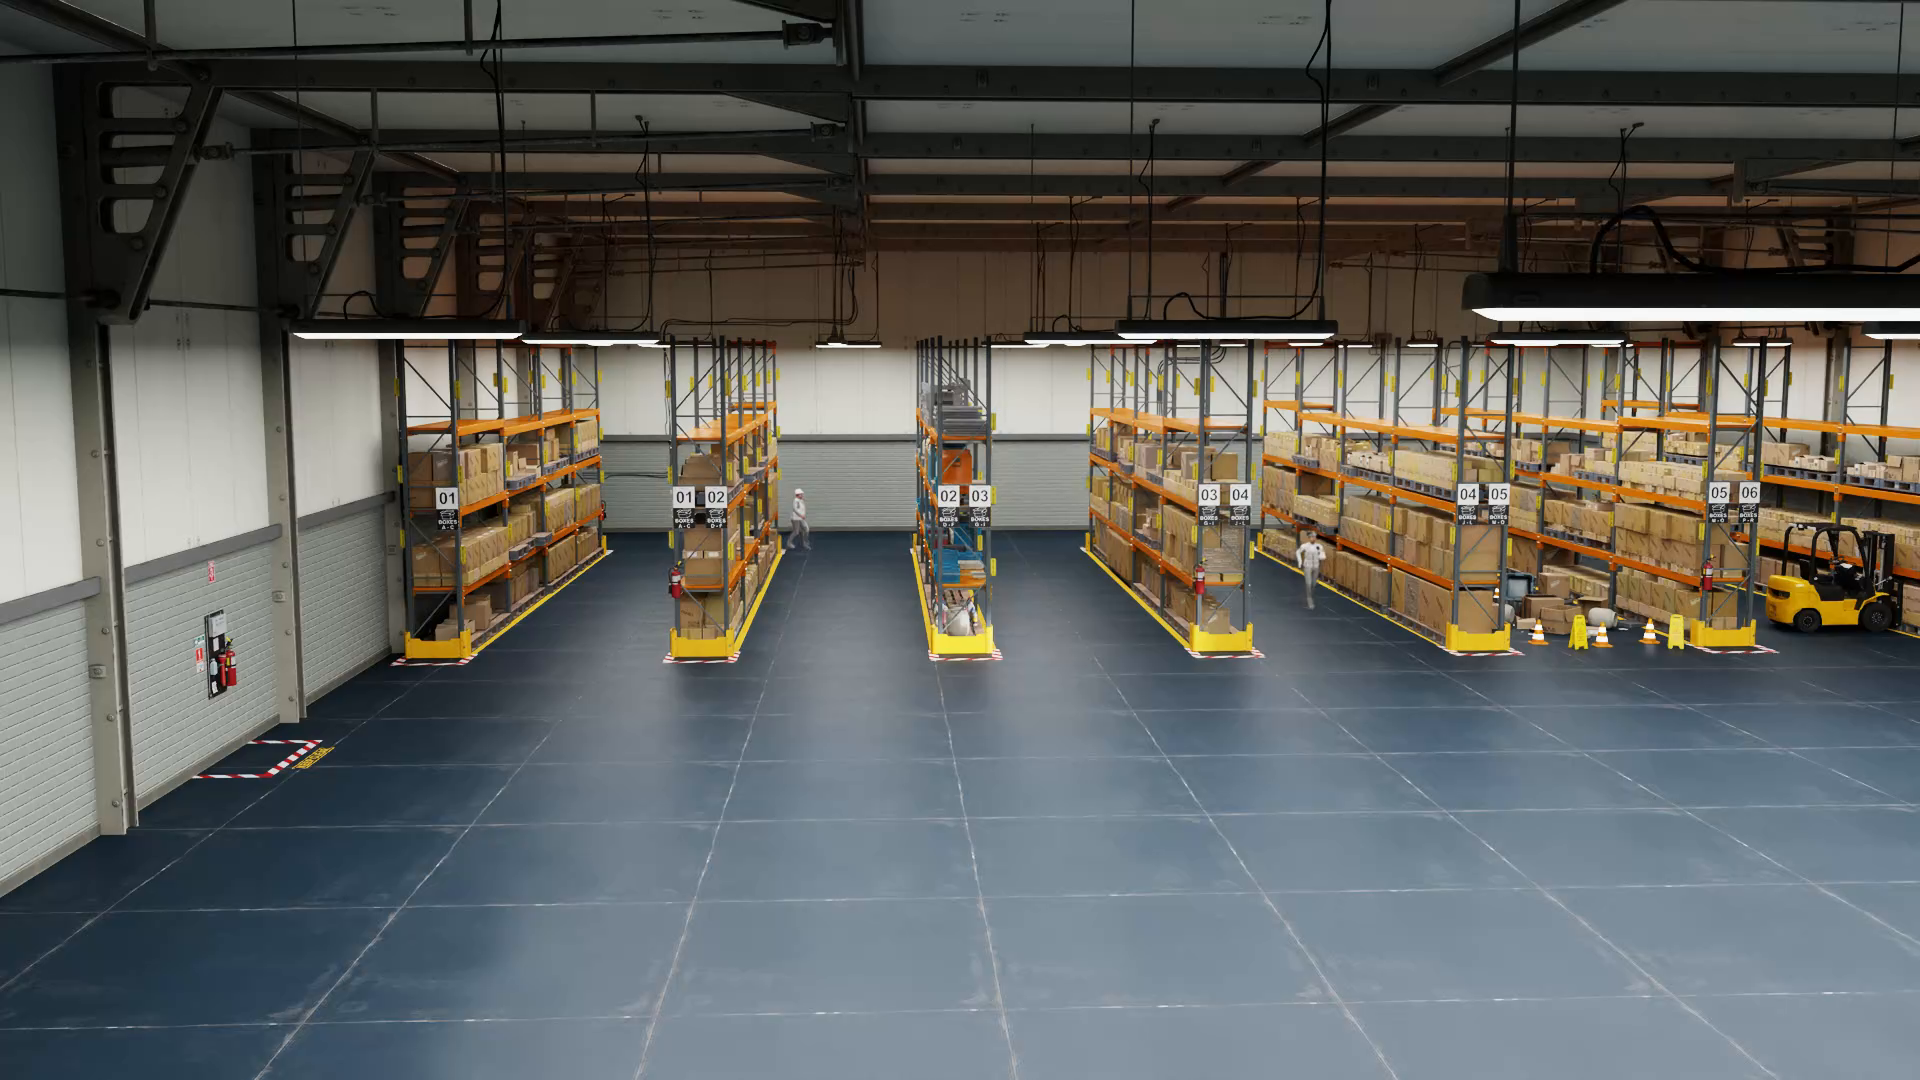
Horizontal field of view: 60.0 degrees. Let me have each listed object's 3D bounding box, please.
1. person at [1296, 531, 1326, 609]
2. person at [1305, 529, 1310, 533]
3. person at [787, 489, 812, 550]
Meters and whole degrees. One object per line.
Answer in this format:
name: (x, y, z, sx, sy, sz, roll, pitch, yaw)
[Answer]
person: (7.862, 0.639, 37.191, 0.599, 1.703, 0.878, 0, 7, -4)
person: (10.295, -0.617, 48.895, 0.622, 1.588, 0.858, -2, 7, -18)
person: (-4.712, -0.573, 48.025, 0.781, 1.820, 0.686, 3, 7, 22)
